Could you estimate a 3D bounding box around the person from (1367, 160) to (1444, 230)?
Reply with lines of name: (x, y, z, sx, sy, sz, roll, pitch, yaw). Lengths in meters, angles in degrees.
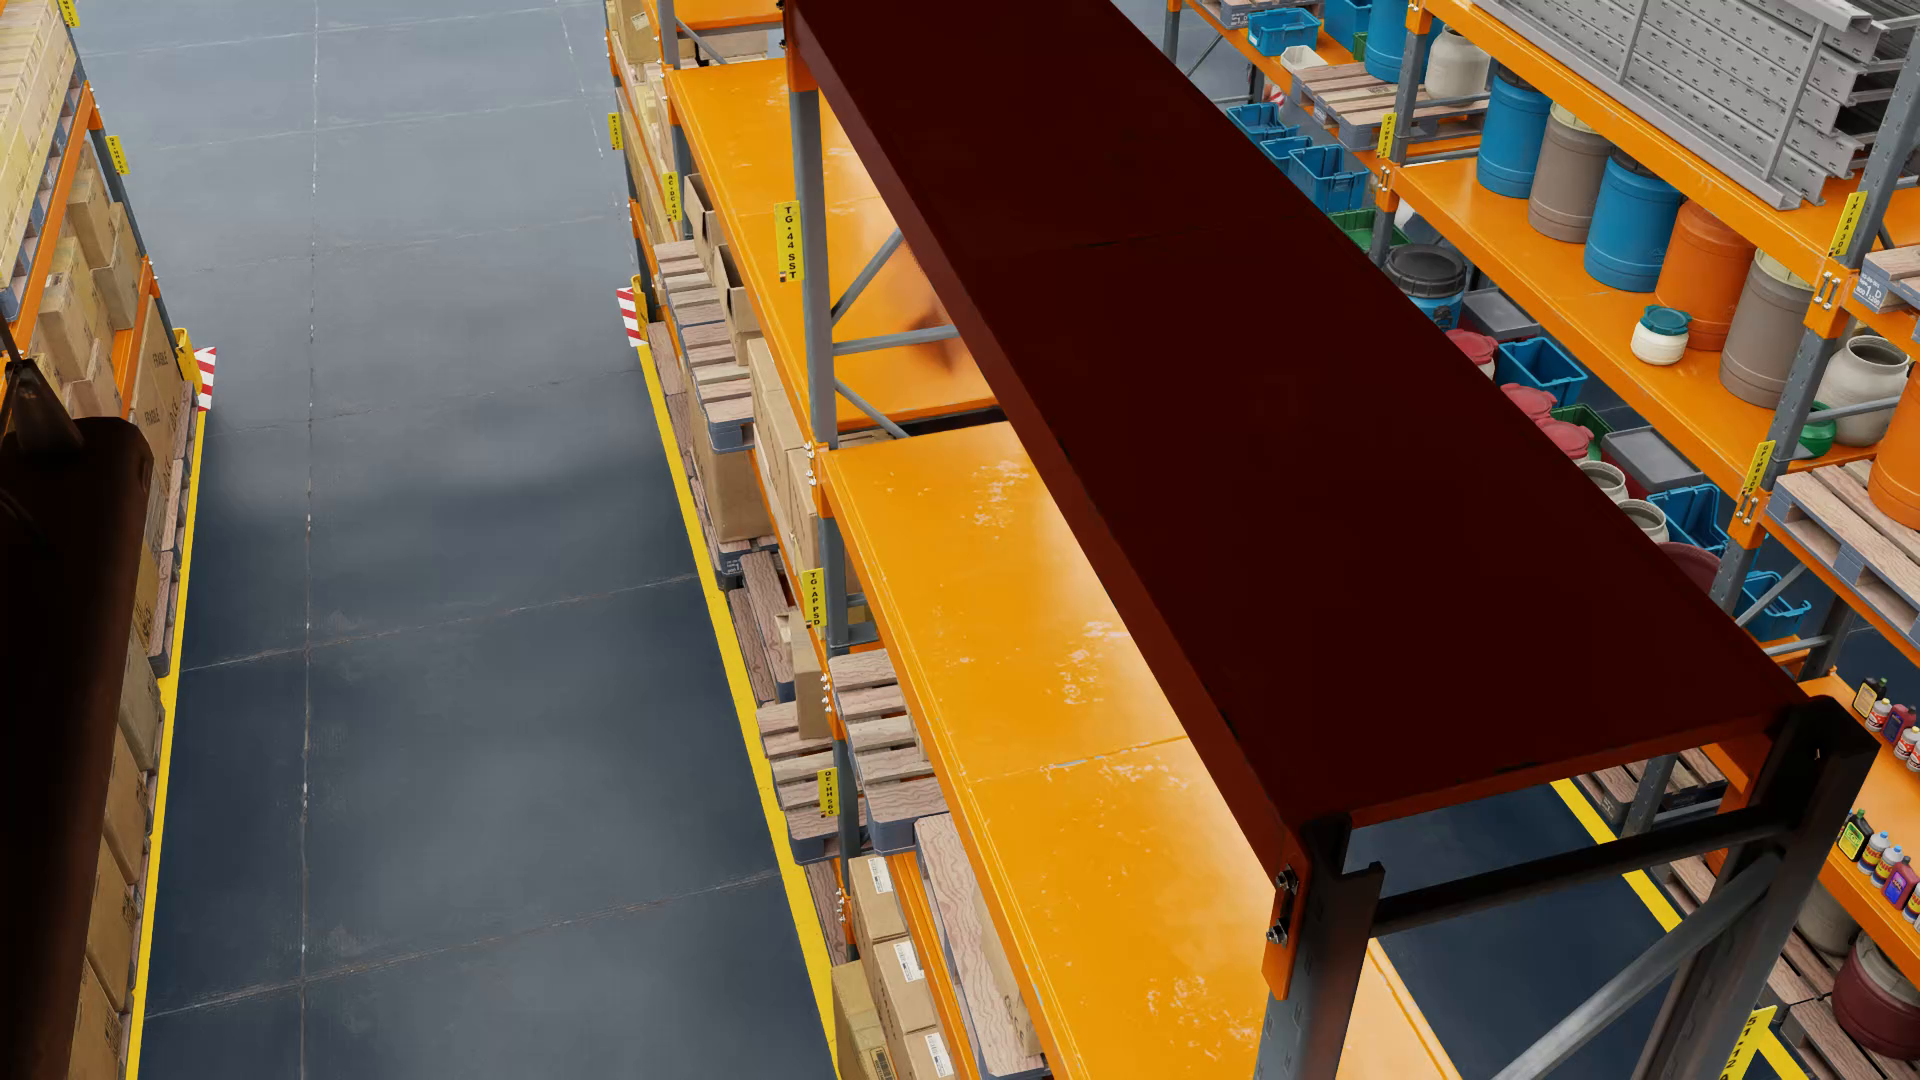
person: (3.990, -3.092, 15.327, 0.714, 1.736, 0.616, -18, 42, -21)

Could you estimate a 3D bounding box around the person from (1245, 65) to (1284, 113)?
person: (3.068, -4.331, 16.850, 0.654, 1.832, 0.671, -30, 47, -33)
